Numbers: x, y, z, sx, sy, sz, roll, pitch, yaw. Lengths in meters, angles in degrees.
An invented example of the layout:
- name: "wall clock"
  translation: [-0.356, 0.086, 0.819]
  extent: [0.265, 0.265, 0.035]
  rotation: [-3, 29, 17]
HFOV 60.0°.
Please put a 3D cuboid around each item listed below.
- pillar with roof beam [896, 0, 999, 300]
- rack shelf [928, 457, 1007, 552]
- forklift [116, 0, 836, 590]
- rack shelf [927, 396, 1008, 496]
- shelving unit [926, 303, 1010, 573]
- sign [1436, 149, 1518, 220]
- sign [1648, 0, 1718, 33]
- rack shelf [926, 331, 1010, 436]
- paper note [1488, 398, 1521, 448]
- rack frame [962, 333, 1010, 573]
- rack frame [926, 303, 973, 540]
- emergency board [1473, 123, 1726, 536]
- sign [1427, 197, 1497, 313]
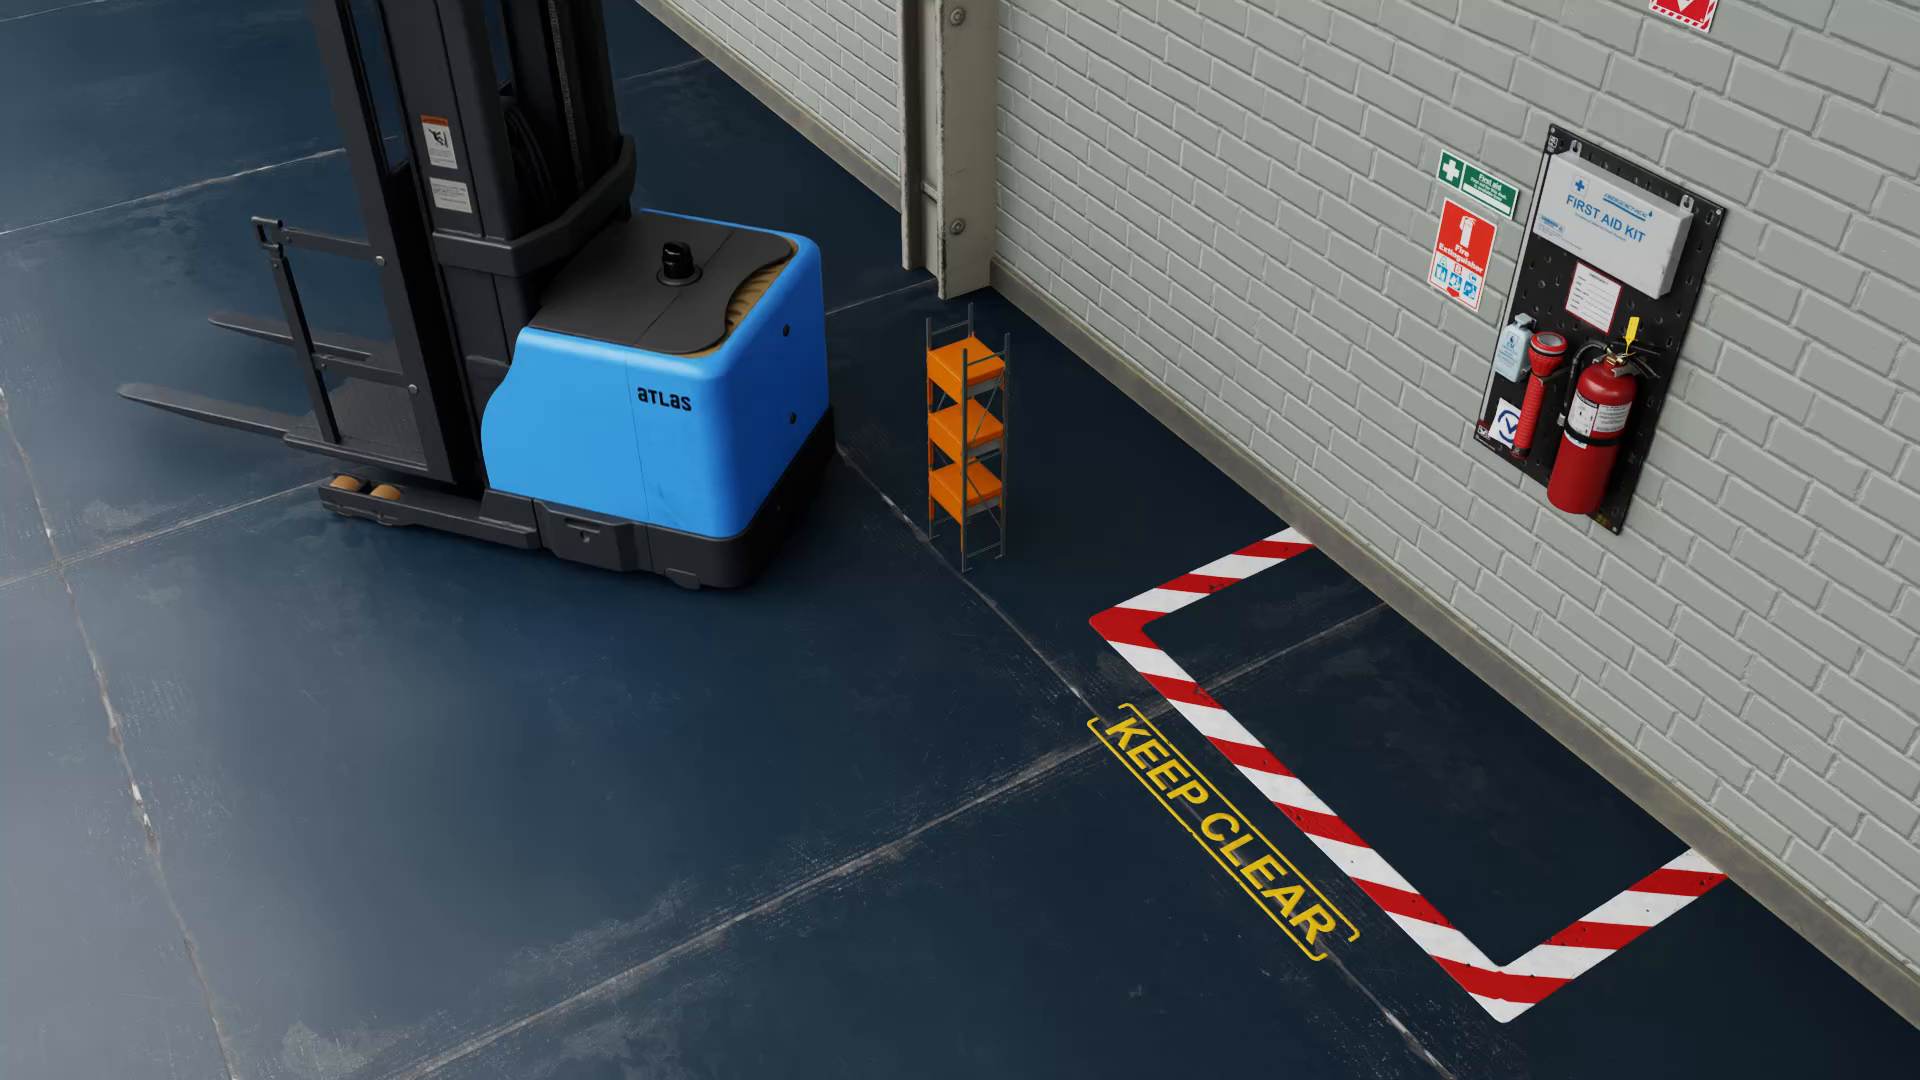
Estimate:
- name: "pillar with roof beam"
  translation: [-3.687, -3.311, 3.694]
  extent: [9.100, 9.000, 0.400]
  rotation: [-22, 45, -24]
- name: "rack shelf"
  translation: [0.029, -0.153, 6.564]
  extent: [0.215, 0.259, 0.240]
  rotation: [-22, 45, -24]
- name: "forklift"
  translation: [-2.105, -1.492, 6.251]
  extent: [3.031, 2.935, 1.130]
  rotation: [12, 41, 14]
- name: "rack shelf"
  translation: [0.029, -0.366, 6.386]
  extent: [0.215, 0.259, 0.240]
  rotation: [-22, 45, -24]
- name: "shelving unit"
  translation: [0.029, -0.374, 6.379]
  extent: [0.215, 1.050, 0.252]
  rotation: [-22, 45, -24]
- name: "sign"
  translation: [1.656, -1.143, 5.336]
  extent: [0.001, 0.109, 0.331]
  rotation: [-22, 45, -24]
- name: "sign"
  translation: [1.952, -1.526, 4.427]
  extent: [0.001, 0.298, 0.199]
  rotation: [-22, 45, -24]
- name: "rack shelf"
  translation: [0.029, -0.584, 6.204]
  extent: [0.215, 0.259, 0.240]
  rotation: [-22, 45, -24]
- name: "paper note"
  translation: [1.835, -0.378, 5.548]
  extent: [0.016, 0.148, 0.142]
  rotation: [-22, 45, -24]
- name: "rack frame"
  translation: [0.094, -0.309, 6.300]
  extent: [0.200, 1.050, 0.008]
  rotation: [-22, 45, -24]
- name: "rack frame"
  translation: [-0.037, -0.440, 6.458]
  extent: [0.200, 1.050, 0.008]
  rotation: [-22, 45, -24]
- name: "emergency board"
  translation: [1.872, -0.597, 5.123]
  extent: [0.194, 1.169, 0.643]
  rotation: [-22, 45, -24]
- name: "sign"
  translation: [1.661, -0.945, 5.513]
  extent: [0.001, 0.329, 0.234]
  rotation: [-22, 45, -24]
